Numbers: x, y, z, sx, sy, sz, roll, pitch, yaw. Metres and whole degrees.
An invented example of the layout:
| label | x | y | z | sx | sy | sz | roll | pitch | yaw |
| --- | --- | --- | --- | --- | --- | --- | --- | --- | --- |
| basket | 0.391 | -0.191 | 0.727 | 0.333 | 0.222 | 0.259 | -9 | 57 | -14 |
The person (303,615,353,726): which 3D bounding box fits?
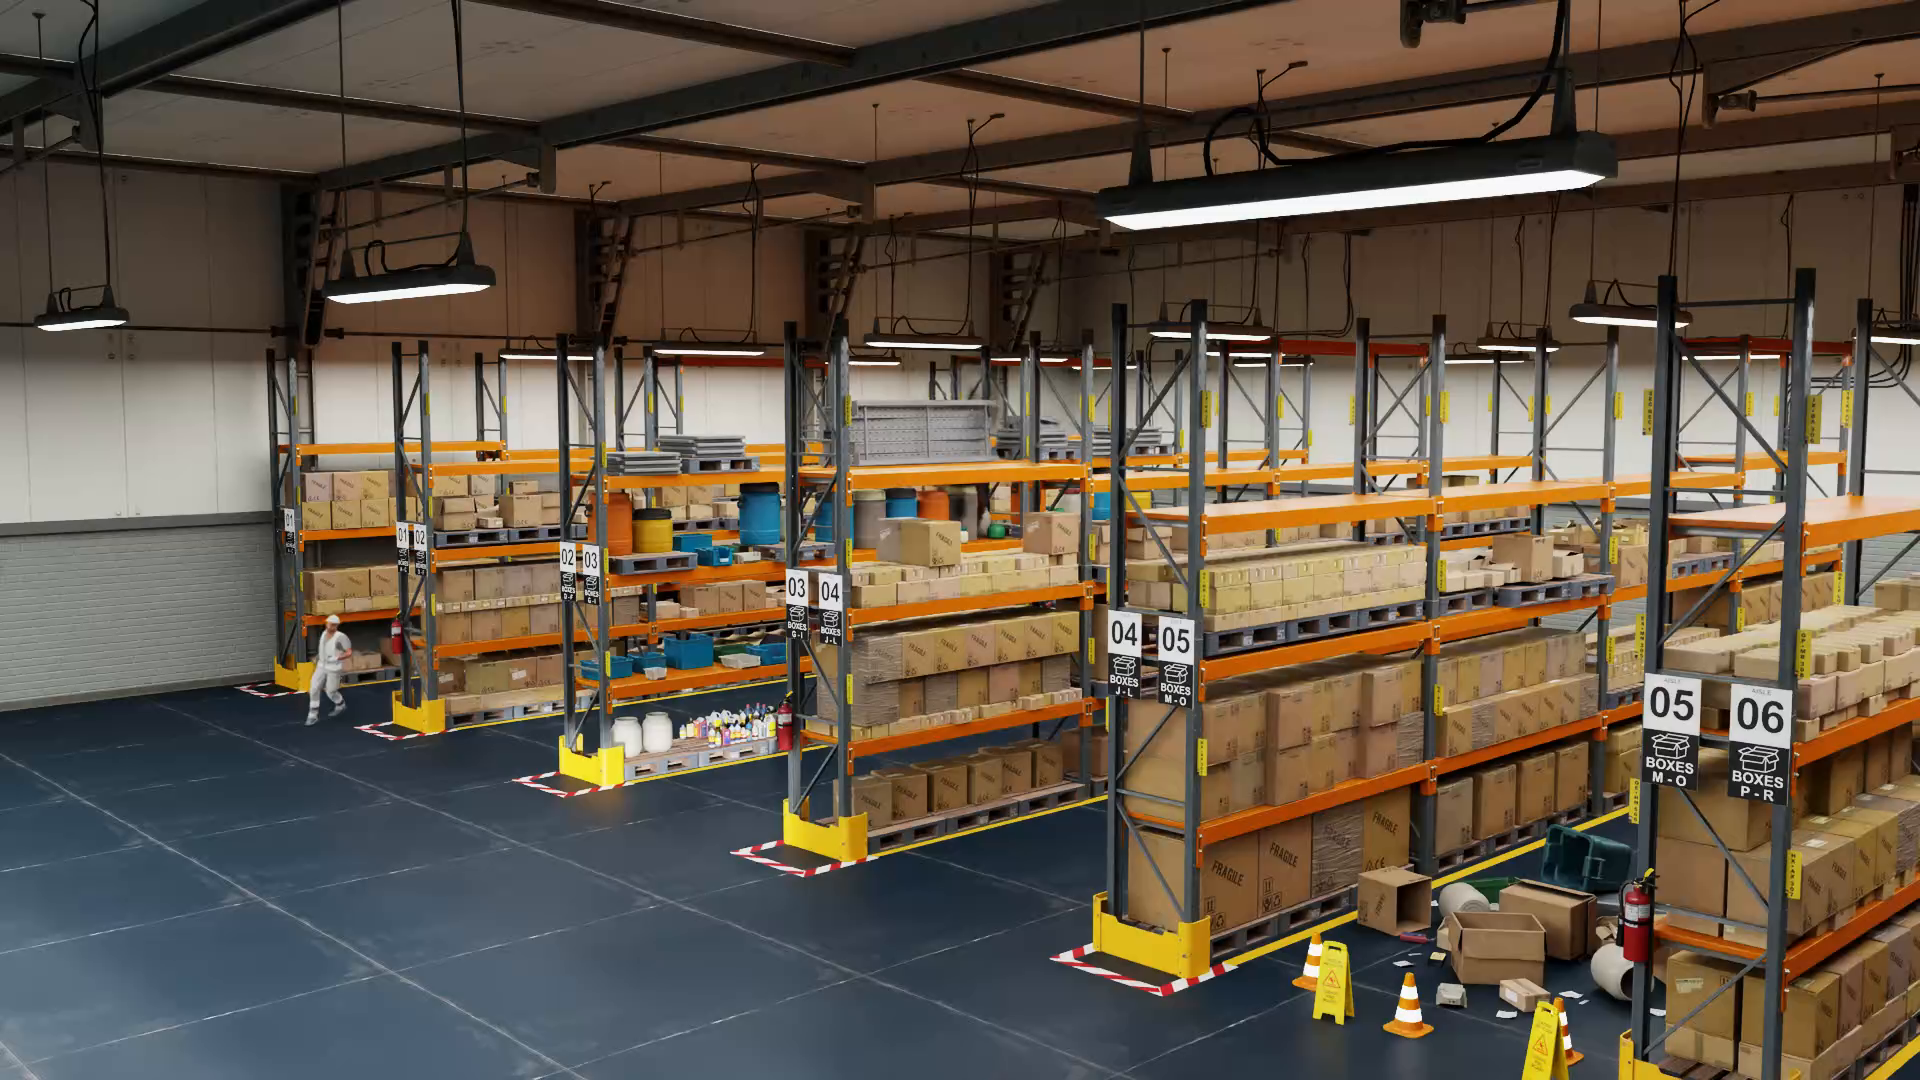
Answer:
| label | x | y | z | sx | sy | sz | roll | pitch | yaw |
| --- | --- | --- | --- | --- | --- | --- | --- | --- | --- |
| person | -9.890 | 2.052 | 26.314 | 0.729 | 1.788 | 0.843 | 2 | 5 | 19 |
